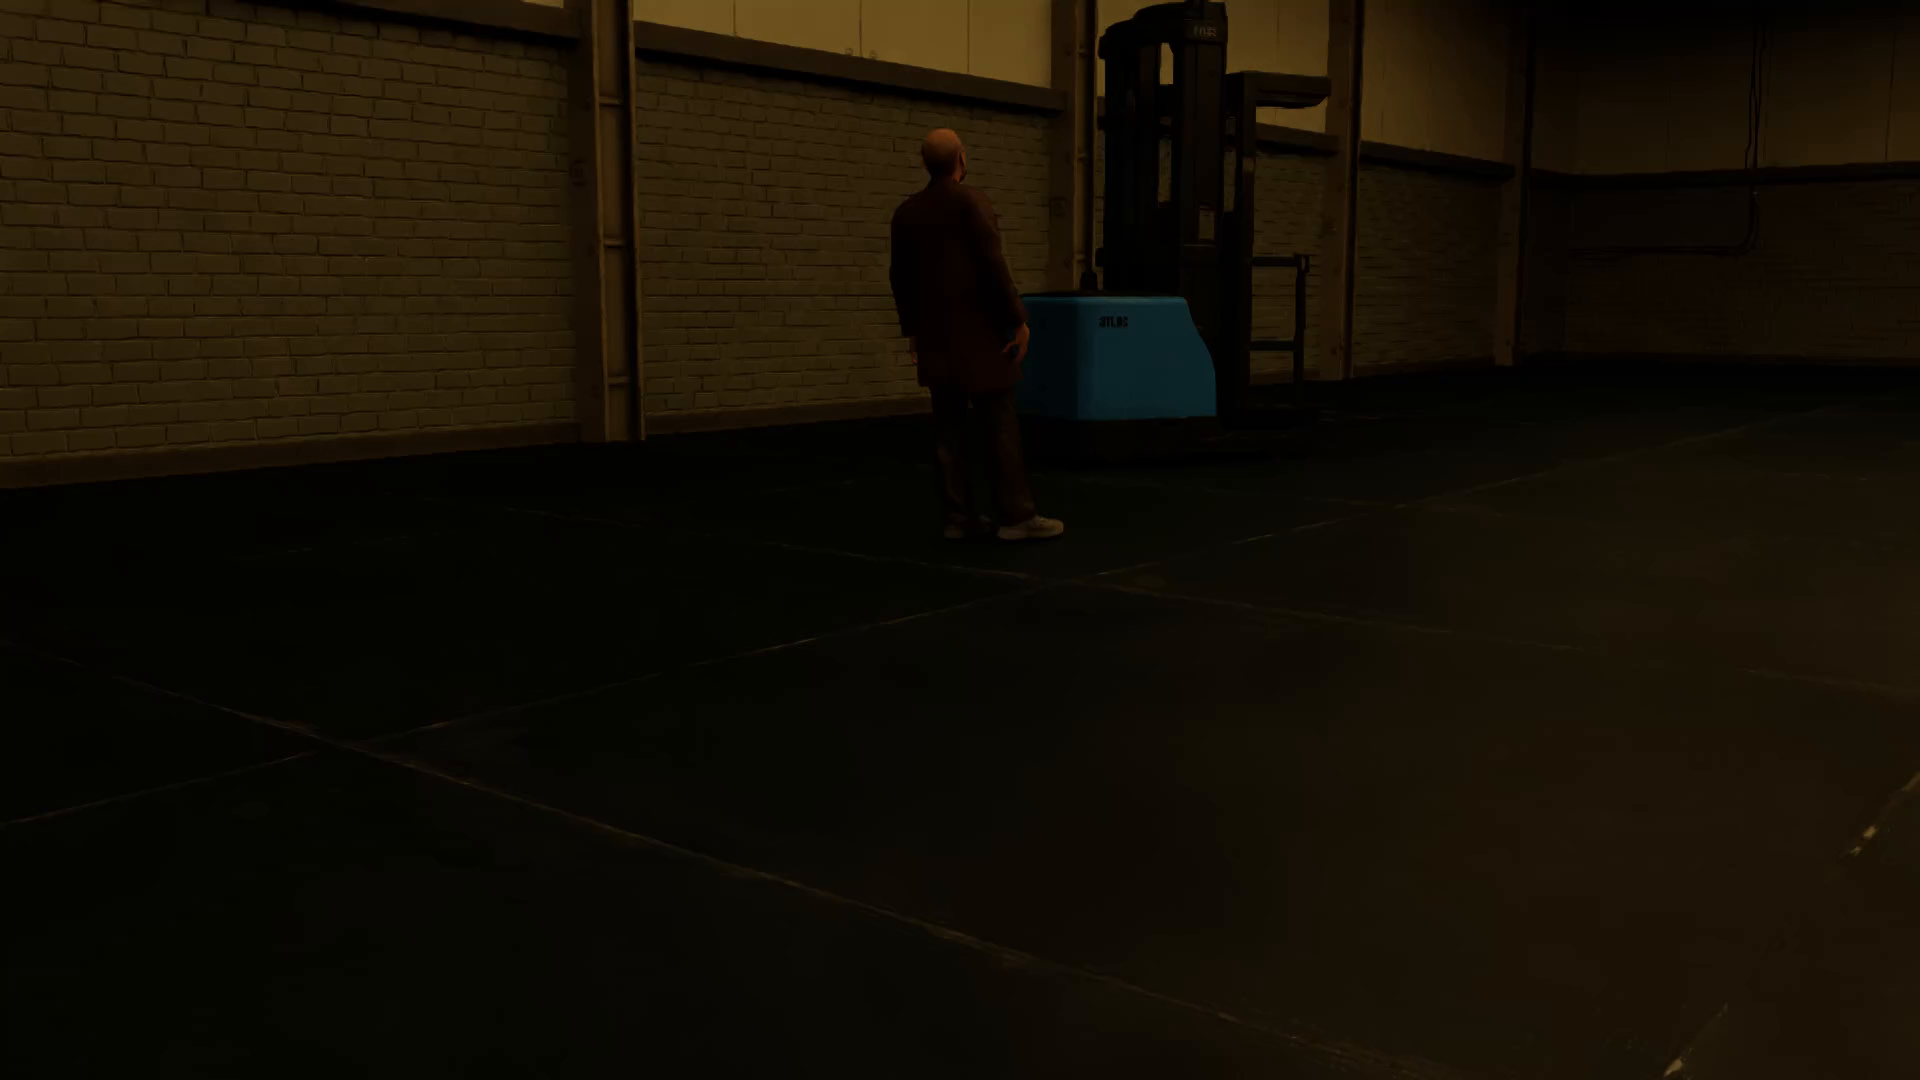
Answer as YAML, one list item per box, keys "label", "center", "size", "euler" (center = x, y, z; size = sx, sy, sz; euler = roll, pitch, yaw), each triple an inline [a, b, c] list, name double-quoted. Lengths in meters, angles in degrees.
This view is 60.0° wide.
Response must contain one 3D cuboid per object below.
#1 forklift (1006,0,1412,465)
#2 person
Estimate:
- label: "forklift"
  center: [1.792, -2.055, 11.322]
  size: [3.031, 2.935, 1.130]
  euler: [-5, 10, -31]
- label: "person"
  center: [0.061, -0.897, 7.343]
  size: [0.694, 1.776, 0.580]
  euler: [7, 11, 38]
